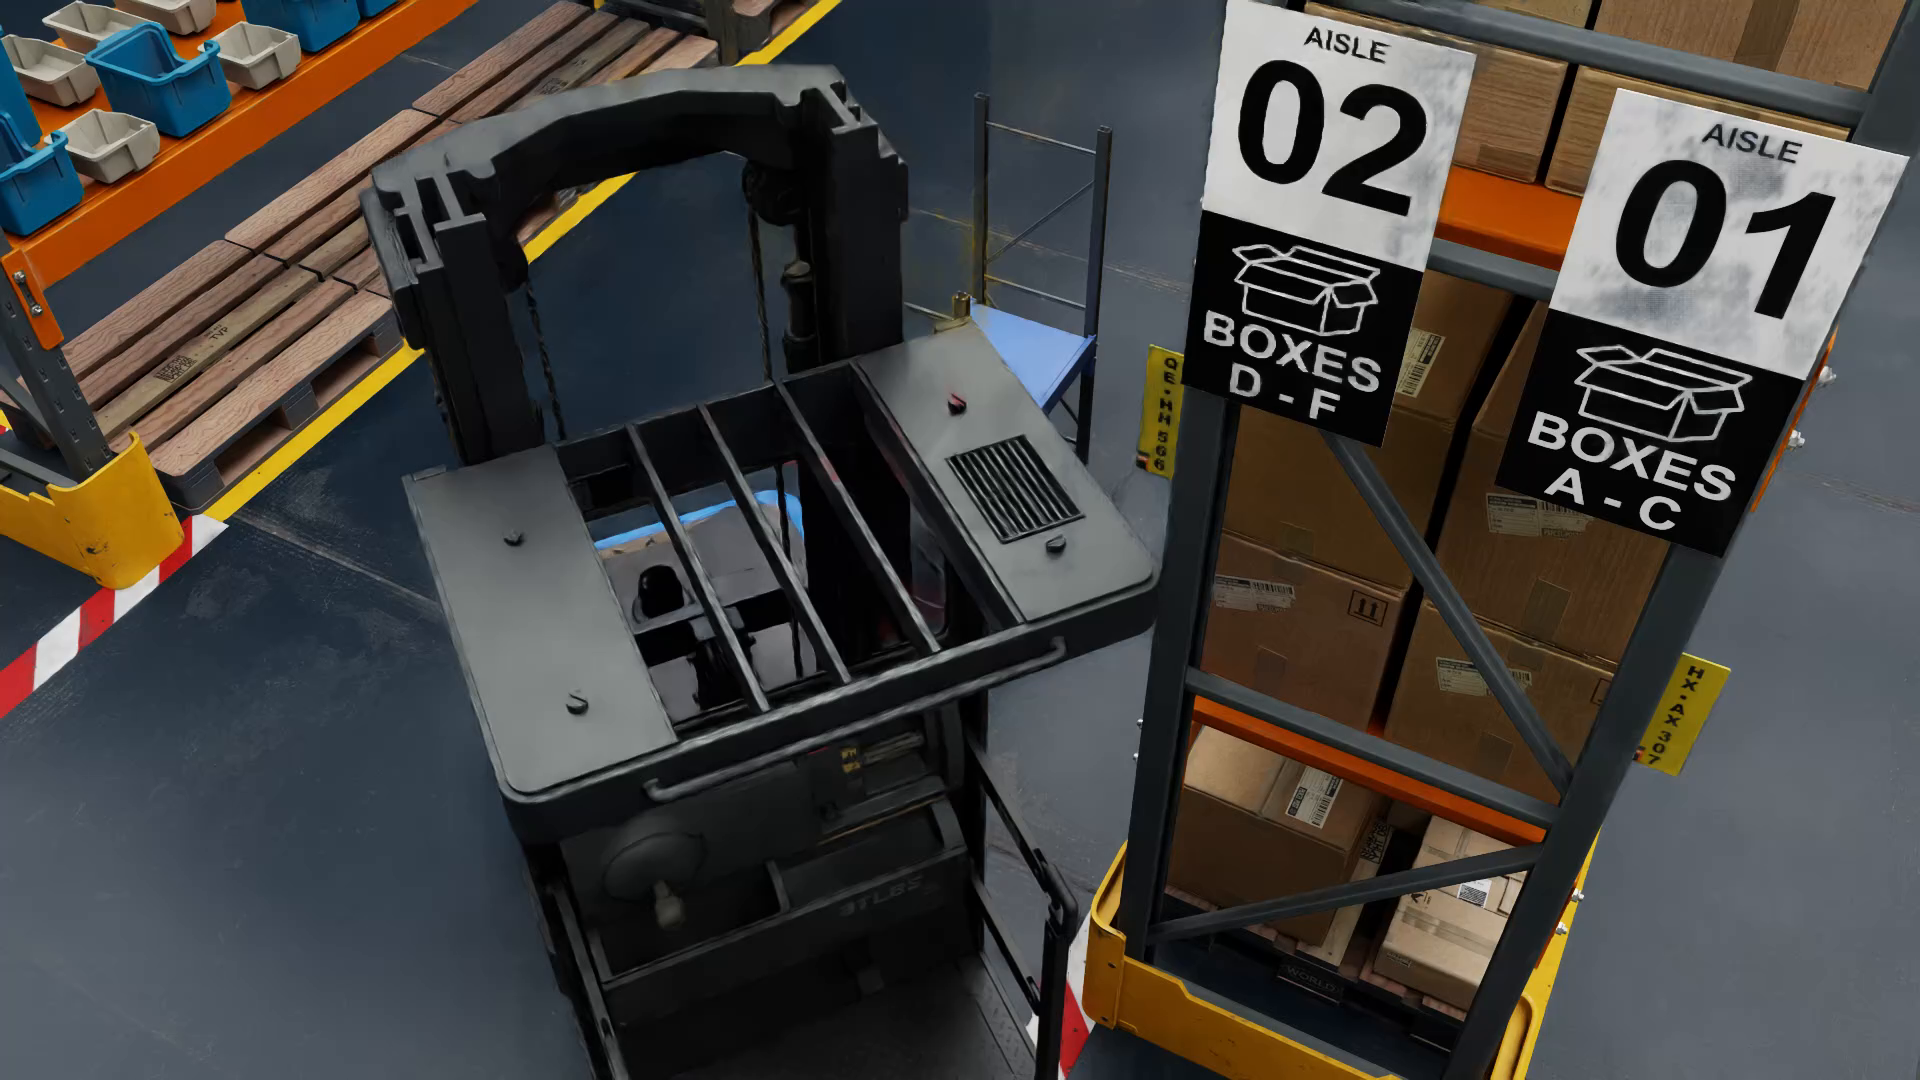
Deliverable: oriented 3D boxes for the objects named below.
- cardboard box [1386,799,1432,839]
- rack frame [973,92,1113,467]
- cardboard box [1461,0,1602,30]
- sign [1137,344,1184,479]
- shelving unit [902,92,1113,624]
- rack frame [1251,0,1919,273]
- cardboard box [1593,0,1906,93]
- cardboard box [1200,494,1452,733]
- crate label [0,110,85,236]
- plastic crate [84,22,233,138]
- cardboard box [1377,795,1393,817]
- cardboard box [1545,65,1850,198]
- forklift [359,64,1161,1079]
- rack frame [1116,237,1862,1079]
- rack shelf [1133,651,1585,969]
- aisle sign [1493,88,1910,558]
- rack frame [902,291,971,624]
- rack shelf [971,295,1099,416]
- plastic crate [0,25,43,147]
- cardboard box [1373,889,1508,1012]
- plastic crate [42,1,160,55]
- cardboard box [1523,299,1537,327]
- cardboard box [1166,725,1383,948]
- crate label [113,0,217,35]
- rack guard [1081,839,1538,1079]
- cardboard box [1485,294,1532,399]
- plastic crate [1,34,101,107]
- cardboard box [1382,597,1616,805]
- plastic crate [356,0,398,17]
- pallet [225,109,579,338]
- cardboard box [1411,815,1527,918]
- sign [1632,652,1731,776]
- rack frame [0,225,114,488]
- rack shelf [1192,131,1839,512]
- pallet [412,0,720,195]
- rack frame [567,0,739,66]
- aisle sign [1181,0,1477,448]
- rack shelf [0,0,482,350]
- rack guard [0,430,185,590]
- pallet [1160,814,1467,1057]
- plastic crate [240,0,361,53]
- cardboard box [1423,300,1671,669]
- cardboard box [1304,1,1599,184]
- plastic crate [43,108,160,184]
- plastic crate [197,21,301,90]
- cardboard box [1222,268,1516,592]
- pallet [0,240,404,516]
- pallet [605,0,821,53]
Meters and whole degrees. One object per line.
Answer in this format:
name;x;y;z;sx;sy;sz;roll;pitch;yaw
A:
cardboard box;1.633;0.710;5.063;0.500;0.250;0.500;20;49;19
rack frame;0.276;-0.901;6.086;0.500;1.500;0.032;20;49;19
cardboard box;0.910;-1.123;2.896;0.500;0.250;0.500;20;49;19
sign;0.415;-0.252;3.353;0.100;0.325;0.005;20;49;19
shelving unit;0.040;-0.581;5.770;0.538;1.500;1.048;20;49;19
rack frame;0.897;-1.646;1.550;1.000;3.000;0.127;20;49;19
cardboard box;1.366;-0.953;2.728;0.500;0.250;0.500;20;49;19
cardboard box;0.864;0.055;4.016;0.500;0.500;0.500;22;49;20
crate label;-3.082;-1.184;5.387;0.416;0.233;0.303;20;49;19
plastic crate;-2.776;-1.599;5.797;0.416;0.233;0.300;20;49;19
cardboard box;1.199;0.654;5.177;0.380;0.166;0.250;20;49;19
cardboard box;1.361;-0.779;2.907;0.500;0.250;0.500;20;49;19
forklift;-0.342;0.650;3.547;1.130;2.935;3.031;-18;48;-17
rack frame;0.897;0.462;3.684;1.000;3.000;0.127;20;49;19
rack shelf;1.826;-0.545;5.185;1.077;0.370;4.000;20;49;19
aisle sign;1.126;-0.311;2.621;0.394;0.787;0.004;20;49;19
rack frame;-0.196;-0.261;5.453;0.500;1.500;0.032;20;49;19
rack shelf;0.040;-0.455;5.898;0.538;0.185;1.000;20;49;19
plastic crate;-3.498;-1.481;5.538;0.616;0.435;0.499;20;49;19
cardboard box;1.396;1.160;4.690;0.380;0.149;0.250;20;49;19
plastic crate;-3.123;-1.855;6.118;0.396;0.136;0.243;20;49;19
cardboard box;1.573;-0.449;3.811;0.500;0.500;0.500;21;49;19
cardboard box;0.932;0.763;4.835;0.500;0.500;0.500;20;49;19
crate label;-3.015;-2.039;6.299;0.396;0.136;0.243;20;49;19
rack guard;0.933;1.293;4.620;1.175;0.500;0.348;20;49;19
cardboard box;1.094;-0.614;3.974;0.500;0.500;0.500;22;49;20
plastic crate;-3.270;-1.677;5.942;0.396;0.136;0.243;20;49;19
cardboard box;1.337;0.235;3.839;0.500;0.500;0.500;21;49;20
plastic crate;-2.332;-2.203;6.394;0.416;0.233;0.300;20;49;19
pallet;-2.504;-1.468;7.552;1.003;0.211;1.213;20;49;19
cardboard box;1.512;0.996;4.839;0.380;0.166;0.250;20;49;19
sign;1.378;0.337;3.199;0.100;0.325;0.005;20;49;19
rack frame;-3.488;-1.175;5.303;1.000;3.000;0.127;20;49;19
rack shelf;1.826;-1.599;4.118;1.077;0.370;4.000;20;49;19
pallet;-1.938;-2.239;8.314;1.003;0.211;1.213;20;49;19
rack frame;-1.631;-3.695;7.793;1.000;3.000;0.127;20;49;19
aisle sign;0.594;-0.510;2.817;0.394;0.787;0.004;20;49;19
rack shelf;-2.560;-2.182;6.804;1.077;0.370;4.000;20;49;19
rack guard;-3.488;-0.277;6.173;1.175;0.500;0.348;20;49;19
pallet;1.302;0.892;5.220;1.003;0.211;1.213;20;49;19
plastic crate;-2.471;-2.014;6.207;0.416;0.233;0.300;20;49;19
cardboard box;1.337;-0.117;3.483;0.500;0.500;0.500;22;49;20
cardboard box;0.902;-0.950;3.076;0.500;0.250;0.500;20;49;19
plastic crate;-2.860;-1.325;5.594;0.250;0.136;0.298;20;49;19
plastic crate;-2.545;-1.753;6.016;0.250;0.136;0.298;20;49;19
cardboard box;0.860;-0.295;3.660;0.500;0.500;0.500;20;49;19
pallet;-3.071;-0.702;6.795;1.003;0.211;1.213;20;49;19
pallet;-1.236;-3.187;9.252;1.003;0.211;1.213;20;49;19
